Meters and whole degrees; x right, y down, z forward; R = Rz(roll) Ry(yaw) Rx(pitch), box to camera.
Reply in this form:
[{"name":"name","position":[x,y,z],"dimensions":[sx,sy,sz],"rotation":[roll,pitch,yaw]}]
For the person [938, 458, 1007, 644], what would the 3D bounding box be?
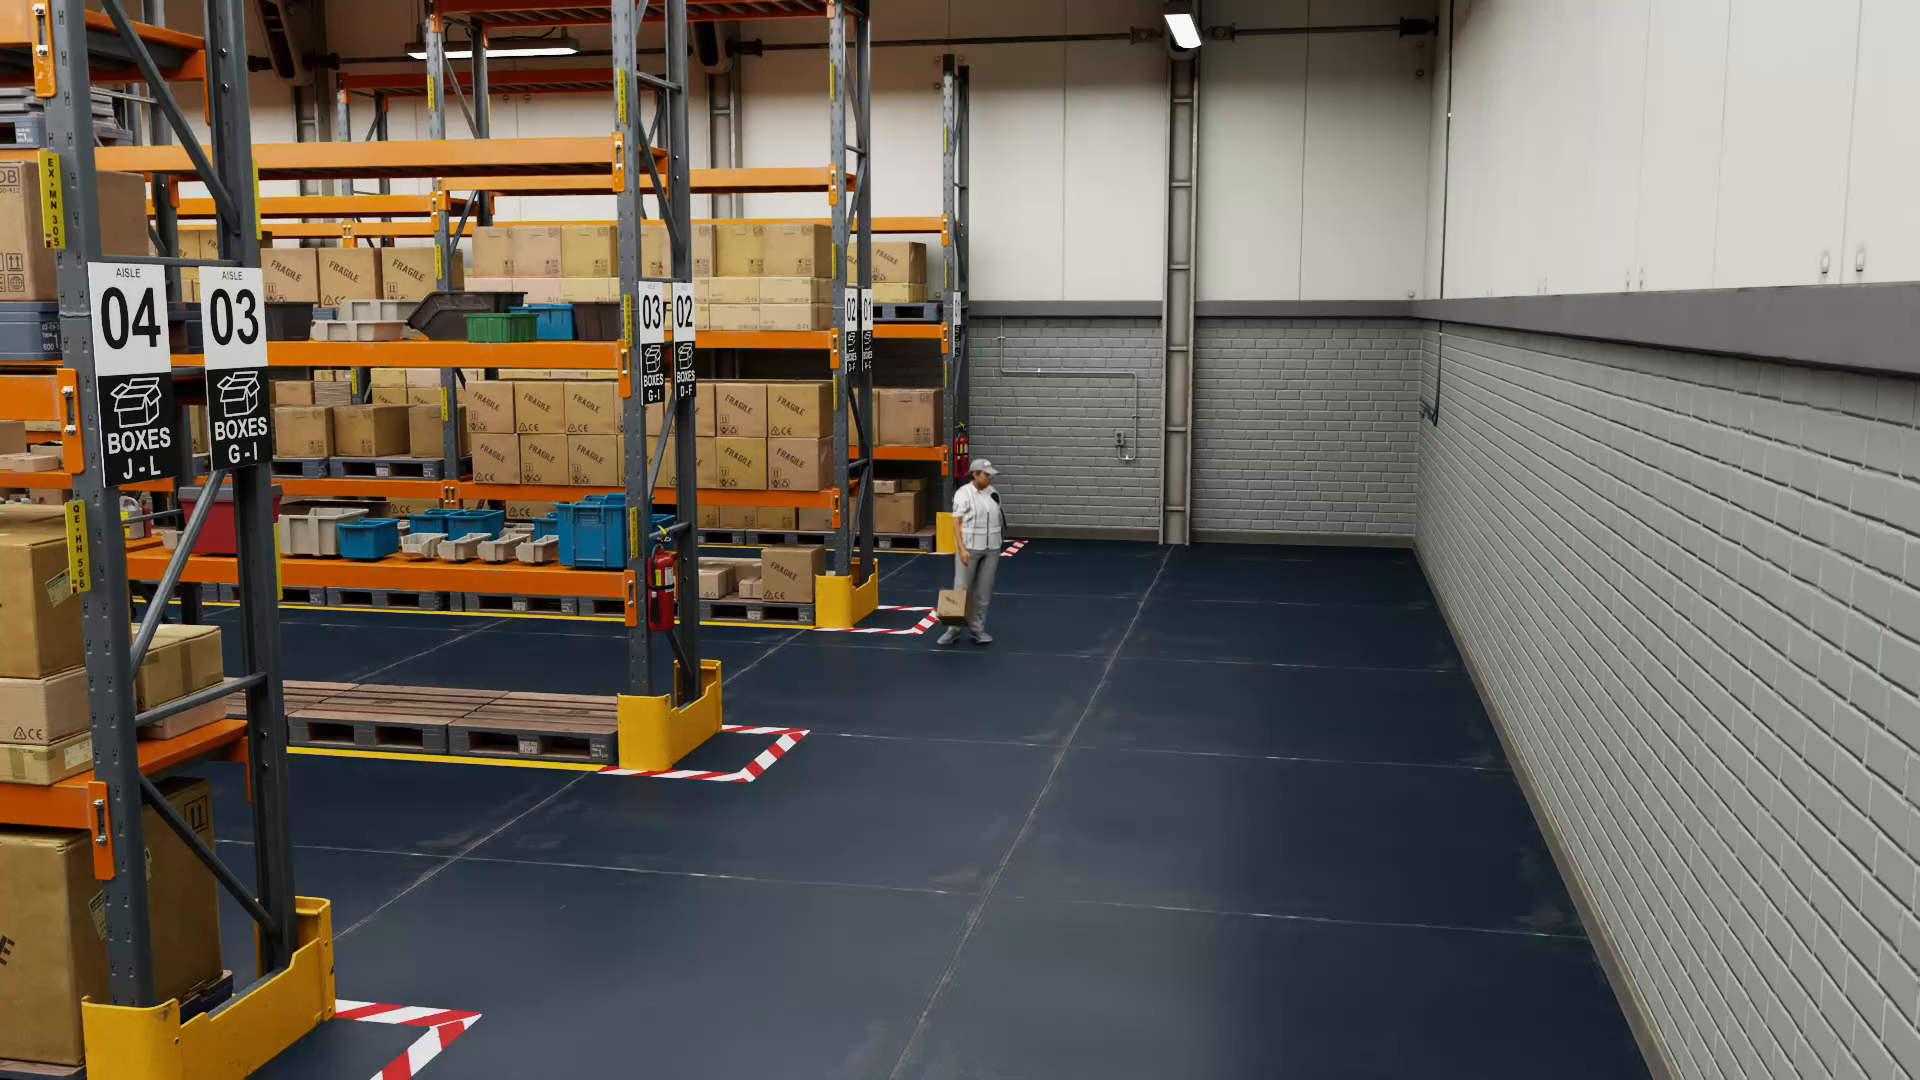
[{"name":"person","position":[0.102,0.100,15.018],"dimensions":[0.626,1.670,0.383],"rotation":[-4,9,-28]}]
